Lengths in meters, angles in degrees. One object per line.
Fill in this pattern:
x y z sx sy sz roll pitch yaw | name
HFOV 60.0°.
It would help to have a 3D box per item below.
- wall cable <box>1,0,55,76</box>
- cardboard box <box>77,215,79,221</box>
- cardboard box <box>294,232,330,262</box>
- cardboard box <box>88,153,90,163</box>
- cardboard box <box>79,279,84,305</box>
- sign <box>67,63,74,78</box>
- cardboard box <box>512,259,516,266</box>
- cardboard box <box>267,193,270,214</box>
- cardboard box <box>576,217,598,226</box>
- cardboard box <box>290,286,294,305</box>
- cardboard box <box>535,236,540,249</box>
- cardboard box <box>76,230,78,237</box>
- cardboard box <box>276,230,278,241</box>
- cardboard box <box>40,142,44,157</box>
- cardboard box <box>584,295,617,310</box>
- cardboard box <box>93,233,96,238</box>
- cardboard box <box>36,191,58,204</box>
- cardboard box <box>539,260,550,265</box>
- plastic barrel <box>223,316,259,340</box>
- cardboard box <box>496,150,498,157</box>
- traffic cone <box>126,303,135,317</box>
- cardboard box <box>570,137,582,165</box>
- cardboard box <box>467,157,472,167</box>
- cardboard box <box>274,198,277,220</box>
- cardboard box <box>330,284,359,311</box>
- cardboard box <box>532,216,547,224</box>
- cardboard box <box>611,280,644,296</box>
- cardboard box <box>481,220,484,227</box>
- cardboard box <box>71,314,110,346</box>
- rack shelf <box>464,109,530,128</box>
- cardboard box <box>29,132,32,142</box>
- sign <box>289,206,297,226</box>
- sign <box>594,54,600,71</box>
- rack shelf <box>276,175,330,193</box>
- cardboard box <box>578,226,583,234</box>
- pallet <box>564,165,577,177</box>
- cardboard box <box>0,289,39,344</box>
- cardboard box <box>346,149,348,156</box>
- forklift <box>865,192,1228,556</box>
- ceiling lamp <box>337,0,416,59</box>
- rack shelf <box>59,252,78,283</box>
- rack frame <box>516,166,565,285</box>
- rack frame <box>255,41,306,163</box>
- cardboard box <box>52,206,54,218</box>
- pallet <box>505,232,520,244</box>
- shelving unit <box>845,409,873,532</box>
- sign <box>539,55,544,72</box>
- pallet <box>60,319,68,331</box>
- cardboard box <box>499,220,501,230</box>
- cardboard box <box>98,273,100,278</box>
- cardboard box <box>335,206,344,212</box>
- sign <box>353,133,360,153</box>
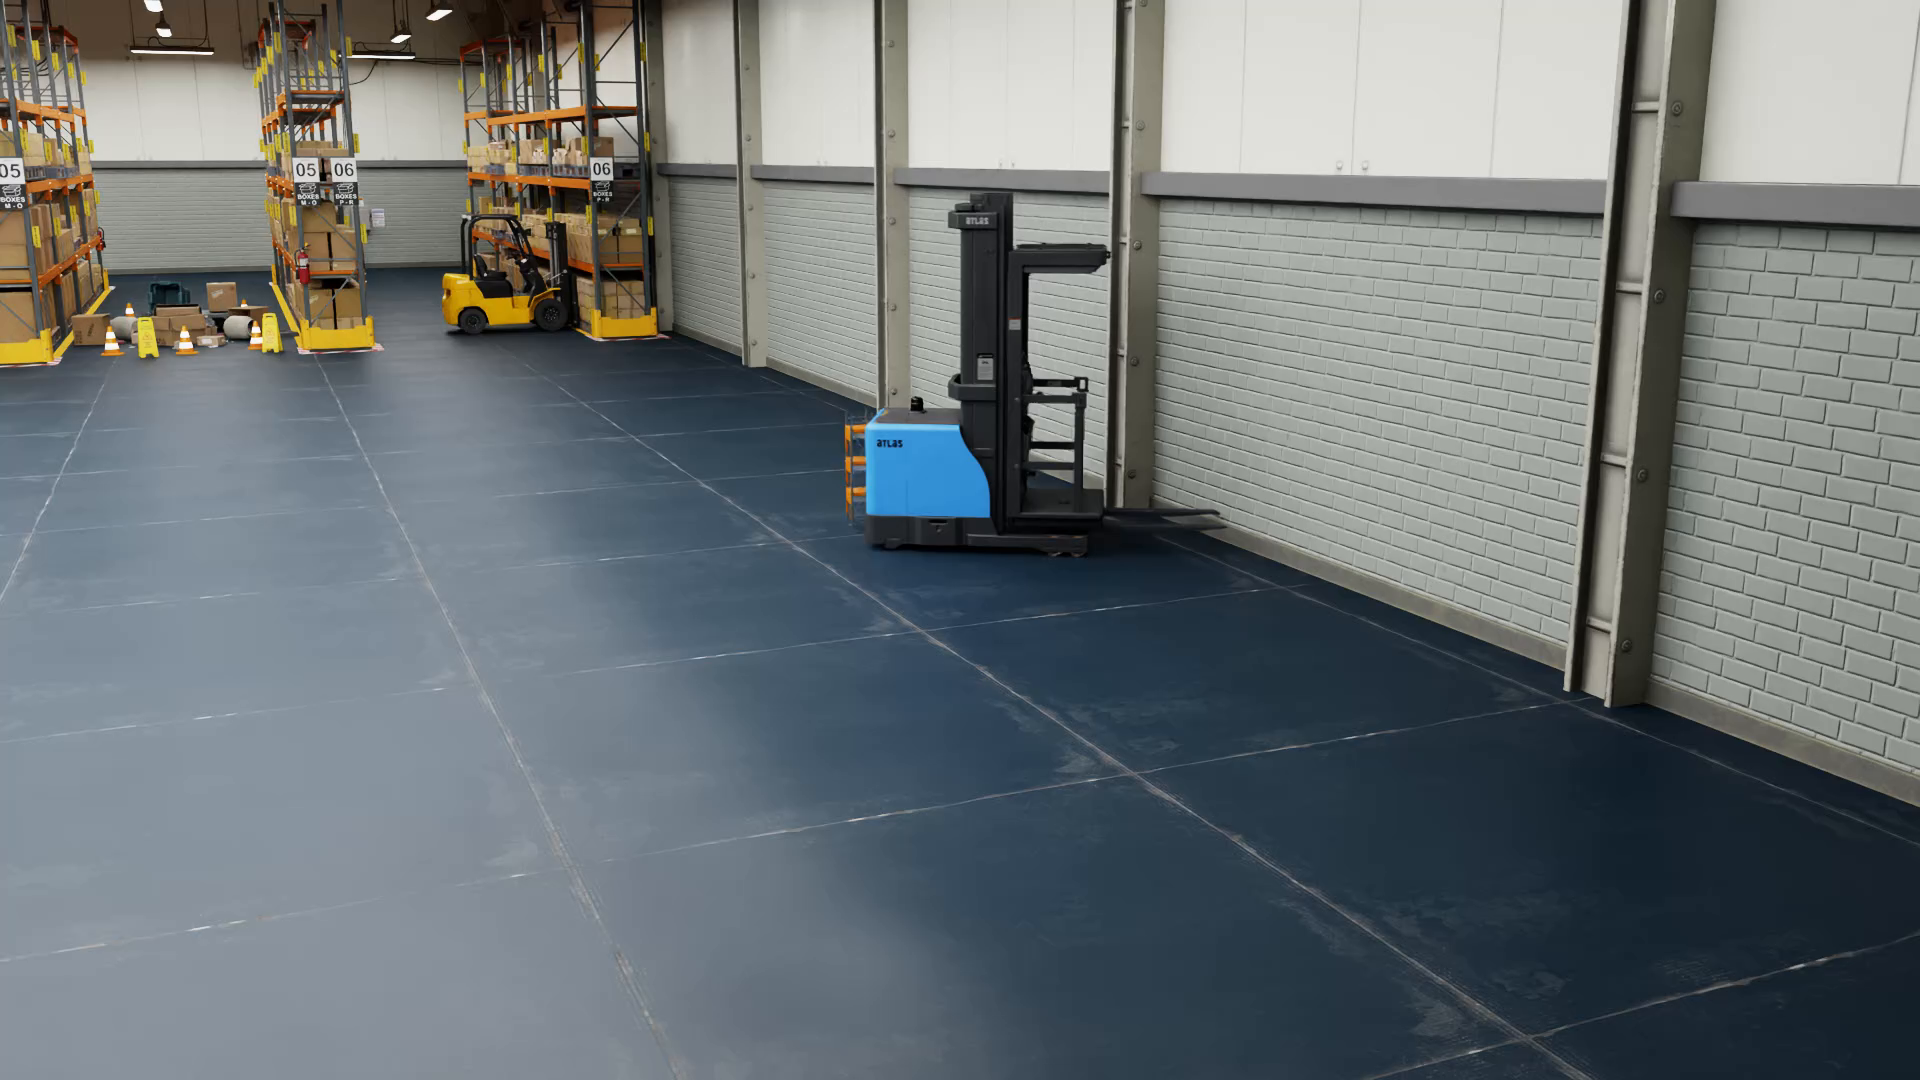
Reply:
-25.330 -13.169 44.180 2.277 5.999 0.120 -6 14 -23 | wall cable
-19.696 -7.107 36.733 0.380 0.149 0.250 -5 14 -20 | cardboard box
-11.204 -5.070 28.743 0.500 0.500 0.500 -6 14 -24 | cardboard box
-21.221 -9.187 39.982 0.500 0.250 0.500 -6 14 -25 | cardboard box
-18.483 -5.130 34.496 0.500 0.500 0.500 -6 14 -25 | cardboard box
-19.530 -10.307 36.523 0.100 0.325 0.005 -6 14 -23 | sign
-10.327 -6.550 39.191 0.380 0.149 0.250 -6 14 -26 | cardboard box
-17.212 -8.506 42.030 0.500 0.500 0.500 -6 14 -24 | cardboard box
-7.019 -6.005 31.342 0.380 0.149 0.250 -5 14 -22 | cardboard box
-13.419 -5.097 34.637 0.950 0.372 0.625 -6 14 -24 | cardboard box
-8.822 -6.387 35.646 0.500 0.250 0.500 -5 14 -21 | cardboard box
-19.393 -6.662 36.126 0.380 0.149 0.250 -6 15 -26 | cardboard box
-15.607 -7.081 38.644 0.500 0.250 0.500 -6 14 -24 | cardboard box
-16.399 -6.856 29.207 0.500 0.250 0.500 -6 14 -24 | cardboard box
-6.669 -4.419 30.870 0.500 0.250 0.500 -6 14 -24 | cardboard box
-20.946 -7.307 39.846 0.380 0.149 0.250 -5 14 -21 | cardboard box
-20.472 -7.554 37.257 0.500 0.500 0.500 -6 14 -25 | cardboard box
-9.570 -6.431 38.680 0.380 0.149 0.250 -5 14 -22 | cardboard box
-12.949 -3.824 29.954 0.512 0.421 0.421 4 14 16 | plastic barrel
-10.698 -9.094 39.100 0.380 0.149 0.250 -6 14 -23 | cardboard box
-15.985 -4.325 32.032 0.336 0.463 0.334 -6 14 -23 | traffic cone
-6.907 -7.292 31.197 0.700 0.500 0.500 -6 14 -23 | cardboard box
-12.669 -9.961 43.776 0.500 0.250 0.500 -6 14 -24 | cardboard box
-15.200 -7.481 37.602 0.500 0.500 0.500 -6 14 -24 | cardboard box
-11.027 -4.324 29.903 0.500 0.500 0.500 -6 14 -25 | cardboard box
-9.008 -6.898 35.861 0.380 0.149 0.250 -5 14 -22 | cardboard box
-6.207 -4.707 31.004 0.500 0.250 0.500 -6 14 -24 | cardboard box
-12.029 -8.186 42.758 0.500 0.250 0.500 -6 14 -24 | cardboard box
-15.269 -3.703 29.256 0.500 0.500 0.500 -3 13 -13 | cardboard box
-11.796 -10.702 42.254 1.077 0.370 4.000 -6 14 -23 | rack shelf
-15.579 -6.663 27.488 0.380 0.149 0.250 -6 14 -24 | cardboard box
-11.251 -5.461 28.046 0.100 0.325 0.005 -6 14 -23 | sign
-7.271 -9.565 33.317 0.100 0.325 0.005 -6 14 -23 | sign
-13.137 -7.140 33.510 1.077 0.370 4.000 -6 14 -23 | rack shelf
-7.000 -5.862 31.385 0.380 0.149 0.250 -6 14 -25 | cardboard box
-6.940 -7.058 31.755 1.003 0.211 1.213 -6 14 -23 | pallet
-15.561 -3.625 27.161 0.875 0.875 0.875 -6 14 -23 | cardboard box
-10.849 -6.717 28.874 0.380 0.149 0.250 -6 14 -23 | cardboard box
0.745 -1.418 13.997 3.031 2.935 1.130 1 13 5 | forklift
-15.804 -14.654 44.783 2.000 3.185 0.800 -6 14 -23 | ceiling lamp
-17.633 -5.211 31.826 1.077 0.370 4.000 -6 14 -23 | rack shelf
-9.392 -6.891 37.493 1.000 3.000 0.127 -6 14 -23 | rack frame
-17.143 -11.018 42.017 1.000 3.000 0.127 -6 14 -23 | rack frame
-17.647 -6.101 31.637 0.700 0.500 0.500 -6 14 -24 | cardboard box
-9.728 -6.931 38.092 1.213 0.211 1.003 -6 14 -23 | pallet
-0.888 -0.619 14.717 0.215 1.050 0.252 -3 13 -14 | shelving unit
-8.282 -9.430 32.909 0.100 0.325 0.005 -6 14 -23 | sign
-17.210 -3.942 30.933 1.003 0.211 1.213 -6 14 -23 | pallet
-10.789 -7.535 39.641 0.396 0.266 0.258 -5 14 -20 | cardboard box
-20.736 -6.291 39.632 0.380 0.149 0.250 -5 14 -22 | cardboard box
-12.201 -6.459 32.374 0.380 0.149 0.250 -6 14 -23 | cardboard box
-10.237 -6.726 28.186 0.100 0.325 0.005 -6 14 -23 | sign
